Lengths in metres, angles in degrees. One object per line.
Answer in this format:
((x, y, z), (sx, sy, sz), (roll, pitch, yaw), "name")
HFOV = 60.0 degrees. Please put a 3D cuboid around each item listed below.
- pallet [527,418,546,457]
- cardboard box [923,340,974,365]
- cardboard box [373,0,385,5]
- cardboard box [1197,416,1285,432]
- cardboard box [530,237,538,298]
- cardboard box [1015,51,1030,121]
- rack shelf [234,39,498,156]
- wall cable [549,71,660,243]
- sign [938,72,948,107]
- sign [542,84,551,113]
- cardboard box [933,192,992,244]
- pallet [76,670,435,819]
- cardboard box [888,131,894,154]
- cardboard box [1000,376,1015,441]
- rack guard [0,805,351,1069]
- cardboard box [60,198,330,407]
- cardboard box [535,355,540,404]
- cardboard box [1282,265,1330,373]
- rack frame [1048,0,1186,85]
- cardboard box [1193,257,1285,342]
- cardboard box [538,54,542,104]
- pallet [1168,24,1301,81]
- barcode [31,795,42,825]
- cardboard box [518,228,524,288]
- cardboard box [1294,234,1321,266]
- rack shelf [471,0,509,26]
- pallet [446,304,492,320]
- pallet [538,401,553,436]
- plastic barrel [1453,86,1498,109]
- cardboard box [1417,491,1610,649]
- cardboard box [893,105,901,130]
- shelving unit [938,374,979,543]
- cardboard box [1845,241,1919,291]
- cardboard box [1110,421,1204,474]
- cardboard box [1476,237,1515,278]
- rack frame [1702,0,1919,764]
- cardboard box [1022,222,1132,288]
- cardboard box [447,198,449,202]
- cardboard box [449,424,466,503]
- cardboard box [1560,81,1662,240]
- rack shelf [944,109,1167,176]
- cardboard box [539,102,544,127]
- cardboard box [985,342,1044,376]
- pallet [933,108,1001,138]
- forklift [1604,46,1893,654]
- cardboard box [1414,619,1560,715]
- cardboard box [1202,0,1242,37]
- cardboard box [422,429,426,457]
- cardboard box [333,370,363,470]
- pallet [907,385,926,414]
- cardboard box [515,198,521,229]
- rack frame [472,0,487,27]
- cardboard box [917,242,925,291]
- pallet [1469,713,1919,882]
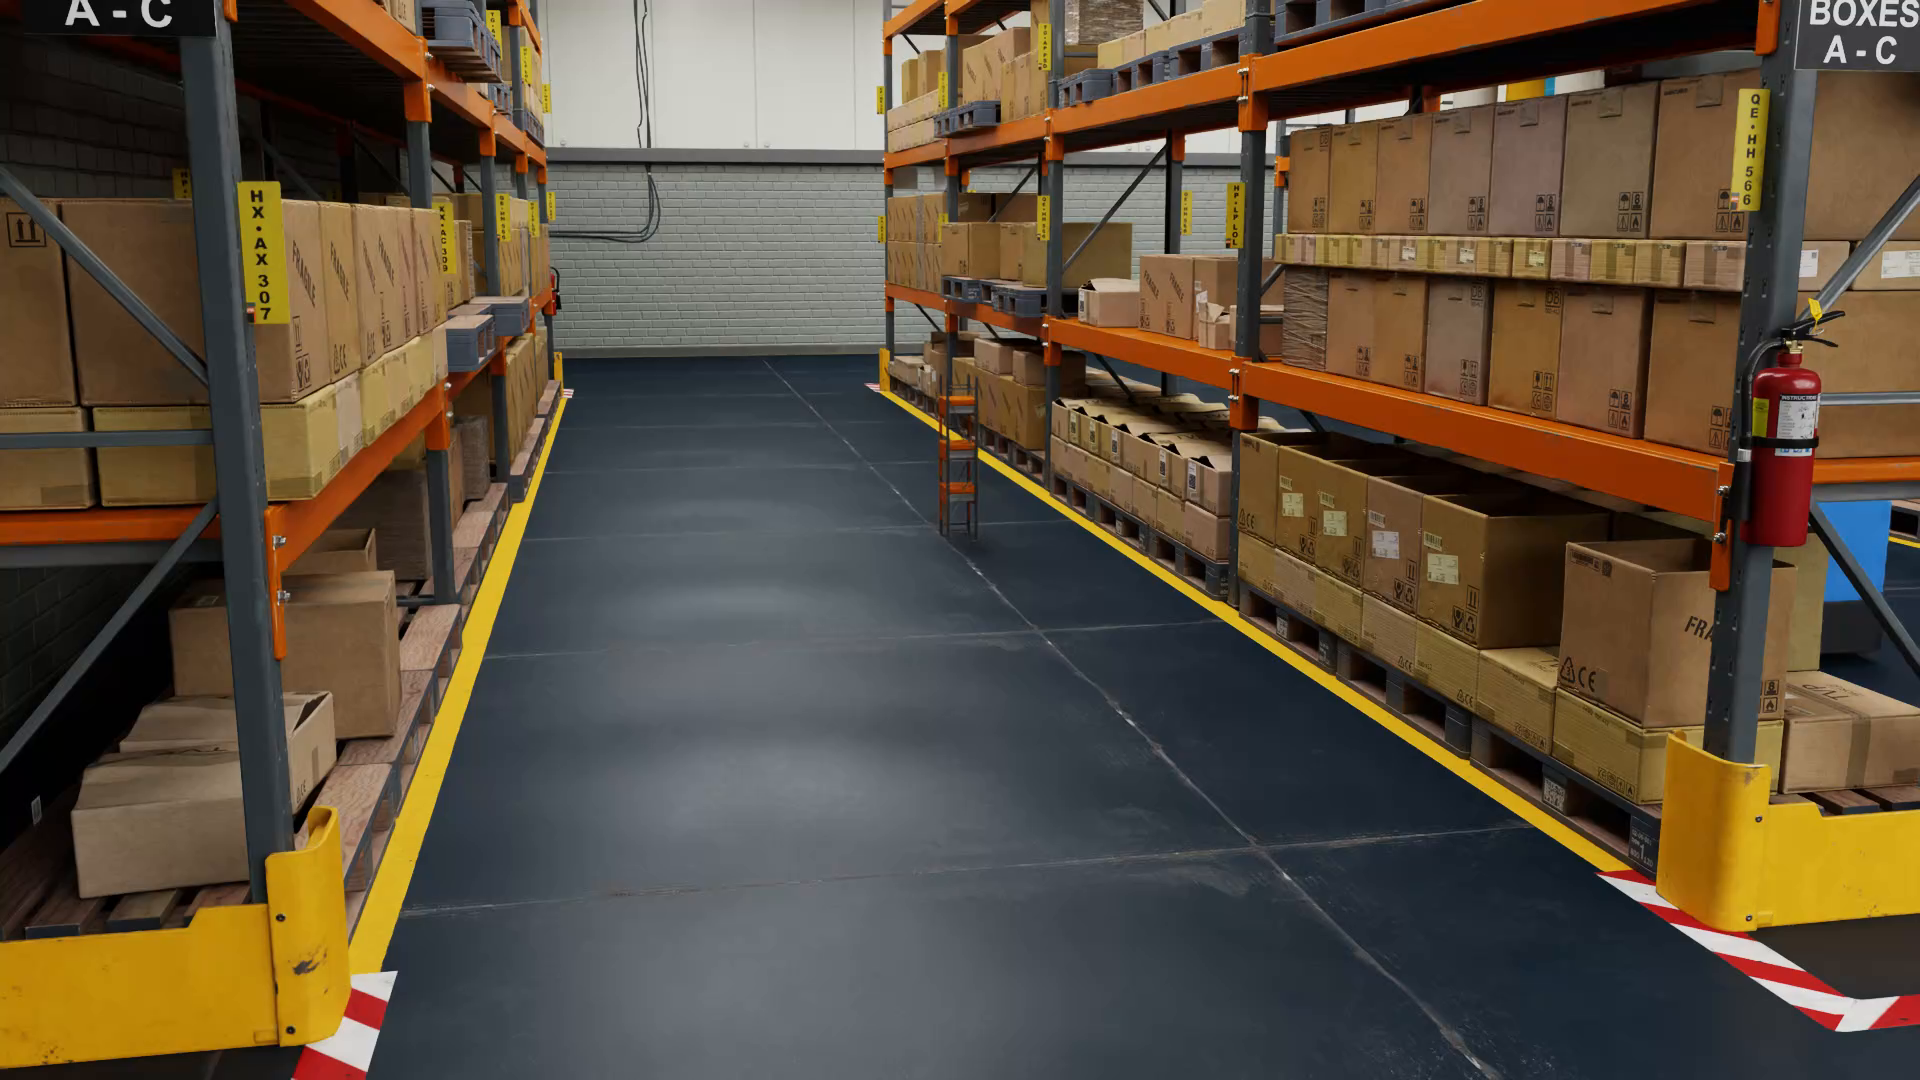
((-4.262, -0.914, 14.932), (1.003, 0.211, 1.213), (-2, 11, -11), "pallet")
((0.002, -1.937, 18.352), (0.797, 0.503, 0.637), (-2, 11, -11), "cardboard box")
((-2.358, -2.210, 5.944), (0.500, 0.500, 0.500), (-3, 11, -13), "cardboard box")
((1.792, -0.634, 10.734), (0.500, 0.311, 0.500), (-2, 11, -9), "cardboard box")
((-4.575, -2.670, 15.898), (0.980, 0.700, 0.700), (-2, 11, -10), "cardboard box")
((0.934, -3.564, 13.112), (0.910, 0.500, 0.500), (-2, 11, -11), "cardboard box")
((-3.319, -2.442, 9.405), (1.077, 0.370, 4.000), (-2, 11, -11), "rack shelf")
((-6.013, -5.628, 24.503), (3.097, 2.526, 0.112), (-2, 11, -11), "wall cable")
((-0.158, -4.309, 15.910), (0.100, 0.325, 0.005), (-2, 11, -11), "sign")
((-4.729, -5.043, 18.989), (0.100, 0.325, 0.005), (-2, 11, -11), "sign")
((0.020, -3.227, 16.685), (0.500, 0.500, 0.500), (-2, 11, -11), "cardboard box")
((-2.524, 0.761, 6.134), (1.003, 0.211, 1.213), (-2, 11, -11), "pallet")
((-0.555, -4.633, 19.395), (0.500, 0.250, 0.500), (-2, 11, -11), "cardboard box")
((0.638, -1.116, 14.044), (0.500, 0.500, 0.500), (-3, 11, -13), "cardboard box")
((-2.167, 0.993, 4.144), (1.175, 0.500, 0.348), (-2, 11, -11), "rack guard")
((-1.950, -0.624, 4.297), (0.500, 0.500, 0.500), (-2, 11, -11), "cardboard box")
((-4.625, -1.634, 16.820), (0.700, 0.500, 0.500), (-2, 11, -12), "cardboard box")
((2.021, -1.104, 8.206), (0.700, 0.500, 0.500), (-2, 11, -12), "cardboard box")
((1.151, -4.817, 11.935), (1.000, 3.000, 0.127), (-2, 11, -11), "rack frame")
((1.693, -1.423, 9.883), (0.500, 0.500, 0.500), (-1, 11, -7), "cardboard box")
((-4.854, -5.055, 18.216), (0.500, 0.500, 0.500), (-2, 11, -11), "cardboard box")
((1.744, -2.677, 9.226), (0.805, 0.209, 1.217), (-3, 11, -13), "pallet")
((-2.594, 0.760, 4.671), (0.001, 0.075, 0.075), (-2, 11, -11), "barcode")
((-3.950, -2.366, 13.989), (0.500, 0.500, 0.500), (-2, 11, -11), "cardboard box")
((1.840, -1.401, 8.034), (0.380, 0.149, 0.250), (-2, 11, -10), "cardboard box")
((-4.875, -5.282, 16.853), (0.919, 0.124, 3.809), (-2, 11, -11), "rack shelf")
((-3.283, -1.233, 9.664), (1.003, 0.211, 1.213), (-2, 11, -11), "pallet")
((-4.557, -1.195, 16.409), (1.003, 0.211, 1.213), (-2, 11, -11), "pallet")
((5.089, -4.423, 16.406), (0.433, 0.535, 0.433), (0, 11, 0), "plastic barrel")
((2.102, 0.103, 6.356), (0.500, 0.500, 0.500), (-2, 11, -11), "cardboard box")
((-0.470, -4.786, 18.864), (0.500, 0.250, 0.500), (-2, 11, -11), "cardboard box")
((-0.010, -0.526, 10.650), (0.215, 1.050, 0.252), (-2, 11, -11), "shelving unit")
((2.841, -0.850, 5.136), (0.380, 0.149, 0.250), (-2, 11, -11), "cardboard box")
((1.272, -0.610, 10.609), (0.500, 0.311, 0.500), (-2, 11, -12), "cardboard box")
((2.192, -1.071, 6.296), (0.380, 0.149, 0.250), (-2, 11, -9), "cardboard box")
((2.707, -0.402, 4.787), (1.000, 3.000, 0.127), (-2, 11, -11), "rack frame")
((0.918, -2.236, 13.033), (0.700, 0.500, 0.500), (-6, 12, -30), "cardboard box")
((-3.611, -2.210, 11.108), (0.380, 0.149, 0.250), (-4, 11, -18), "cardboard box")
((-3.530, -0.448, 10.536), (0.700, 0.500, 0.500), (-2, 11, -11), "cardboard box")
((2.510, -1.281, 5.665), (0.700, 0.500, 0.500), (-2, 11, -12), "cardboard box")
((0.762, -3.356, 14.210), (1.077, 0.370, 4.000), (-2, 11, -11), "rack shelf")
((-4.861, -4.686, 18.285), (0.500, 0.250, 0.500), (-2, 11, -9), "cardboard box")
((0.520, -1.587, 14.513), (0.500, 0.250, 0.500), (-2, 11, -12), "cardboard box")
((0.431, -3.862, 15.446), (1.213, 0.211, 1.003), (-2, 11, -11), "pallet")
((3.499, -1.123, 8.755), (1.130, 2.935, 3.031), (-2, 11, -10), "forklift")
((2.104, 0.472, 6.426), (0.500, 0.250, 0.500), (-2, 11, -11), "cardboard box")
((1.709, -2.956, 9.460), (0.500, 0.250, 0.500), (-3, 11, -17), "cardboard box")
((-3.283, -0.622, 9.444), (0.500, 0.250, 0.500), (-2, 11, -13), "cardboard box")
((-2.050, -0.353, 4.878), (0.500, 0.250, 0.500), (-2, 11, -13), "cardboard box")
((-0.001, -1.583, 18.451), (1.003, 0.211, 1.213), (-2, 11, -11), "pallet")
((-3.955, -2.732, 13.904), (0.500, 0.250, 0.500), (-2, 11, -10), "cardboard box")
((-3.708, -4.636, 10.985), (1.000, 3.000, 0.127), (-2, 11, -11), "rack frame")
((-0.180, -2.923, 17.765), (0.500, 0.500, 0.500), (-2, 11, -10), "cardboard box")
((2.517, 0.829, 5.777), (1.003, 0.211, 1.213), (-2, 11, -11), "pallet")
